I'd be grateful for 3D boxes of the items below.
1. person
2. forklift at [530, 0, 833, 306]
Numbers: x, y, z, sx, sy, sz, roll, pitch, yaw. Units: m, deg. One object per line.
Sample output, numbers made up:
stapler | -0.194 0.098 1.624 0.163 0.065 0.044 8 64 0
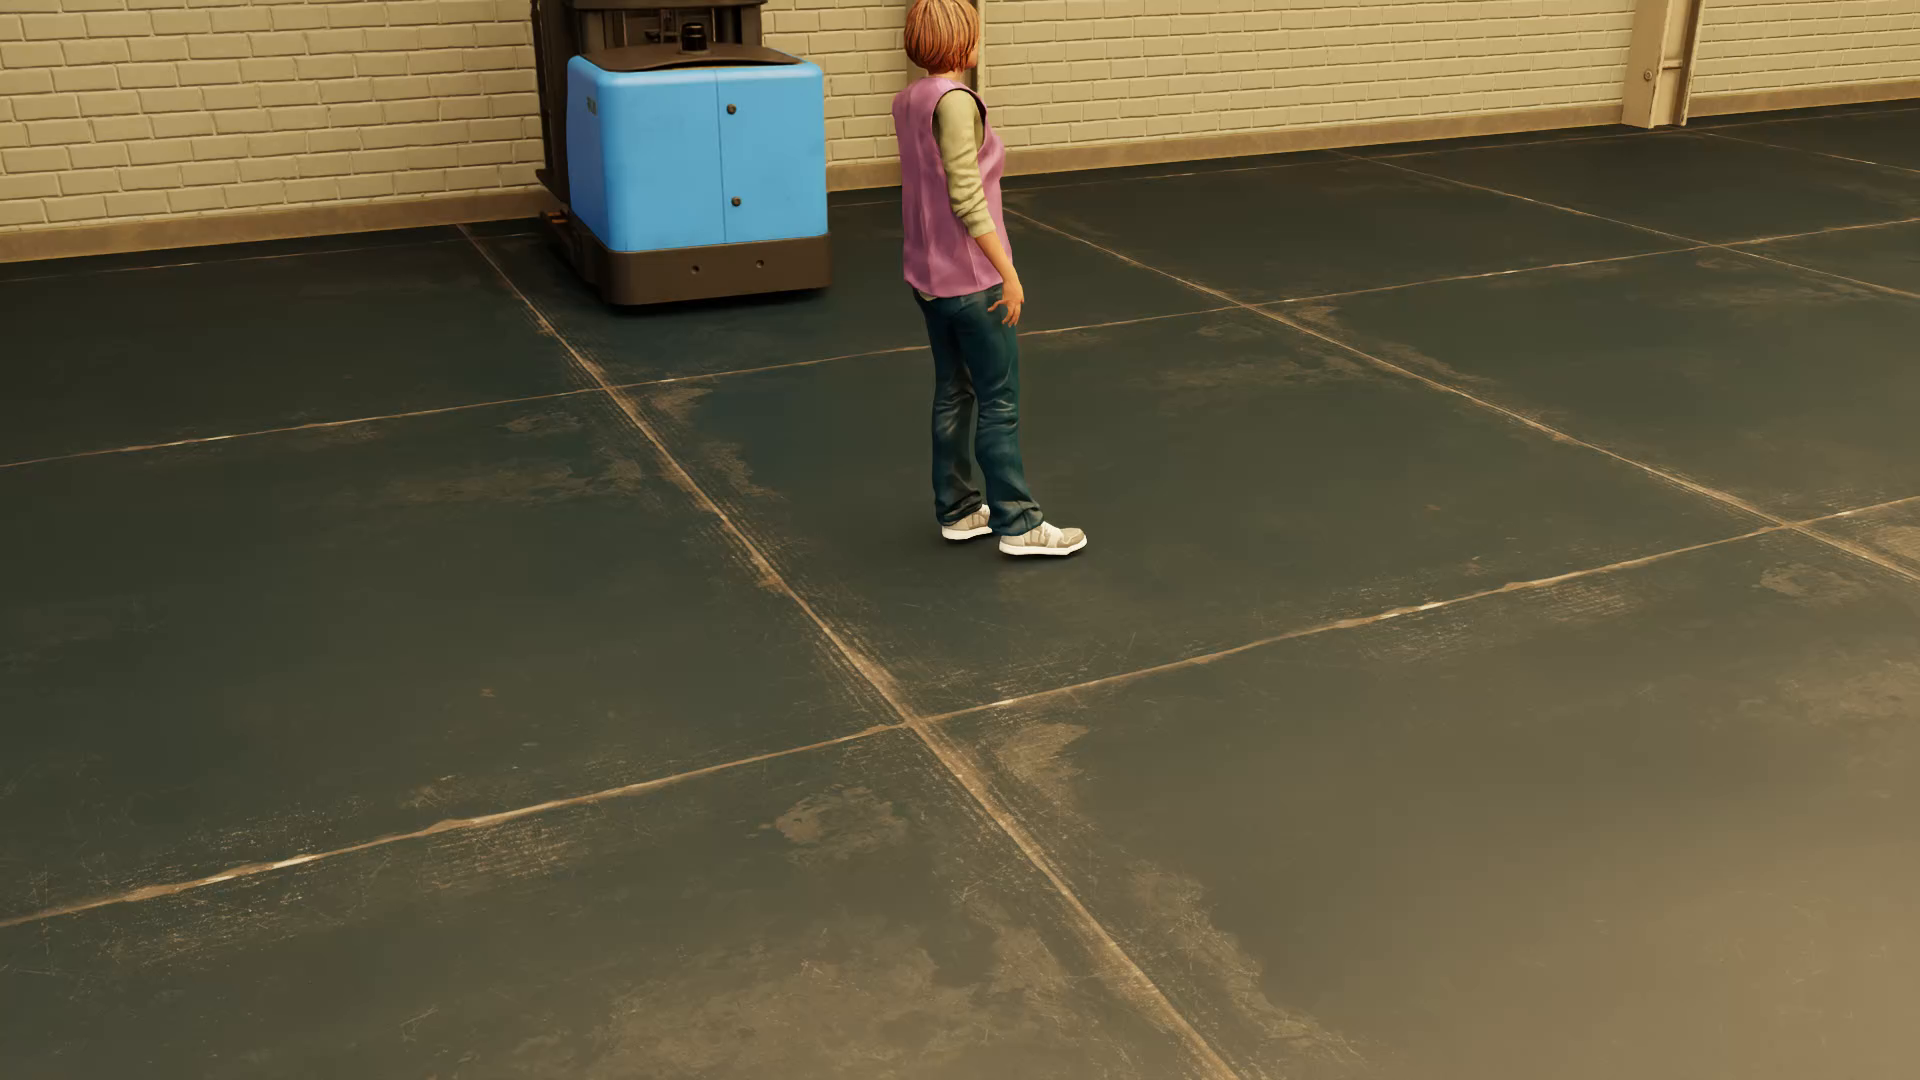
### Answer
person | 0.074 -0.728 4.825 0.473 1.547 0.520 -10 25 -23
forklift | -1.620 -2.938 8.359 1.130 2.935 3.031 -9 24 -20
